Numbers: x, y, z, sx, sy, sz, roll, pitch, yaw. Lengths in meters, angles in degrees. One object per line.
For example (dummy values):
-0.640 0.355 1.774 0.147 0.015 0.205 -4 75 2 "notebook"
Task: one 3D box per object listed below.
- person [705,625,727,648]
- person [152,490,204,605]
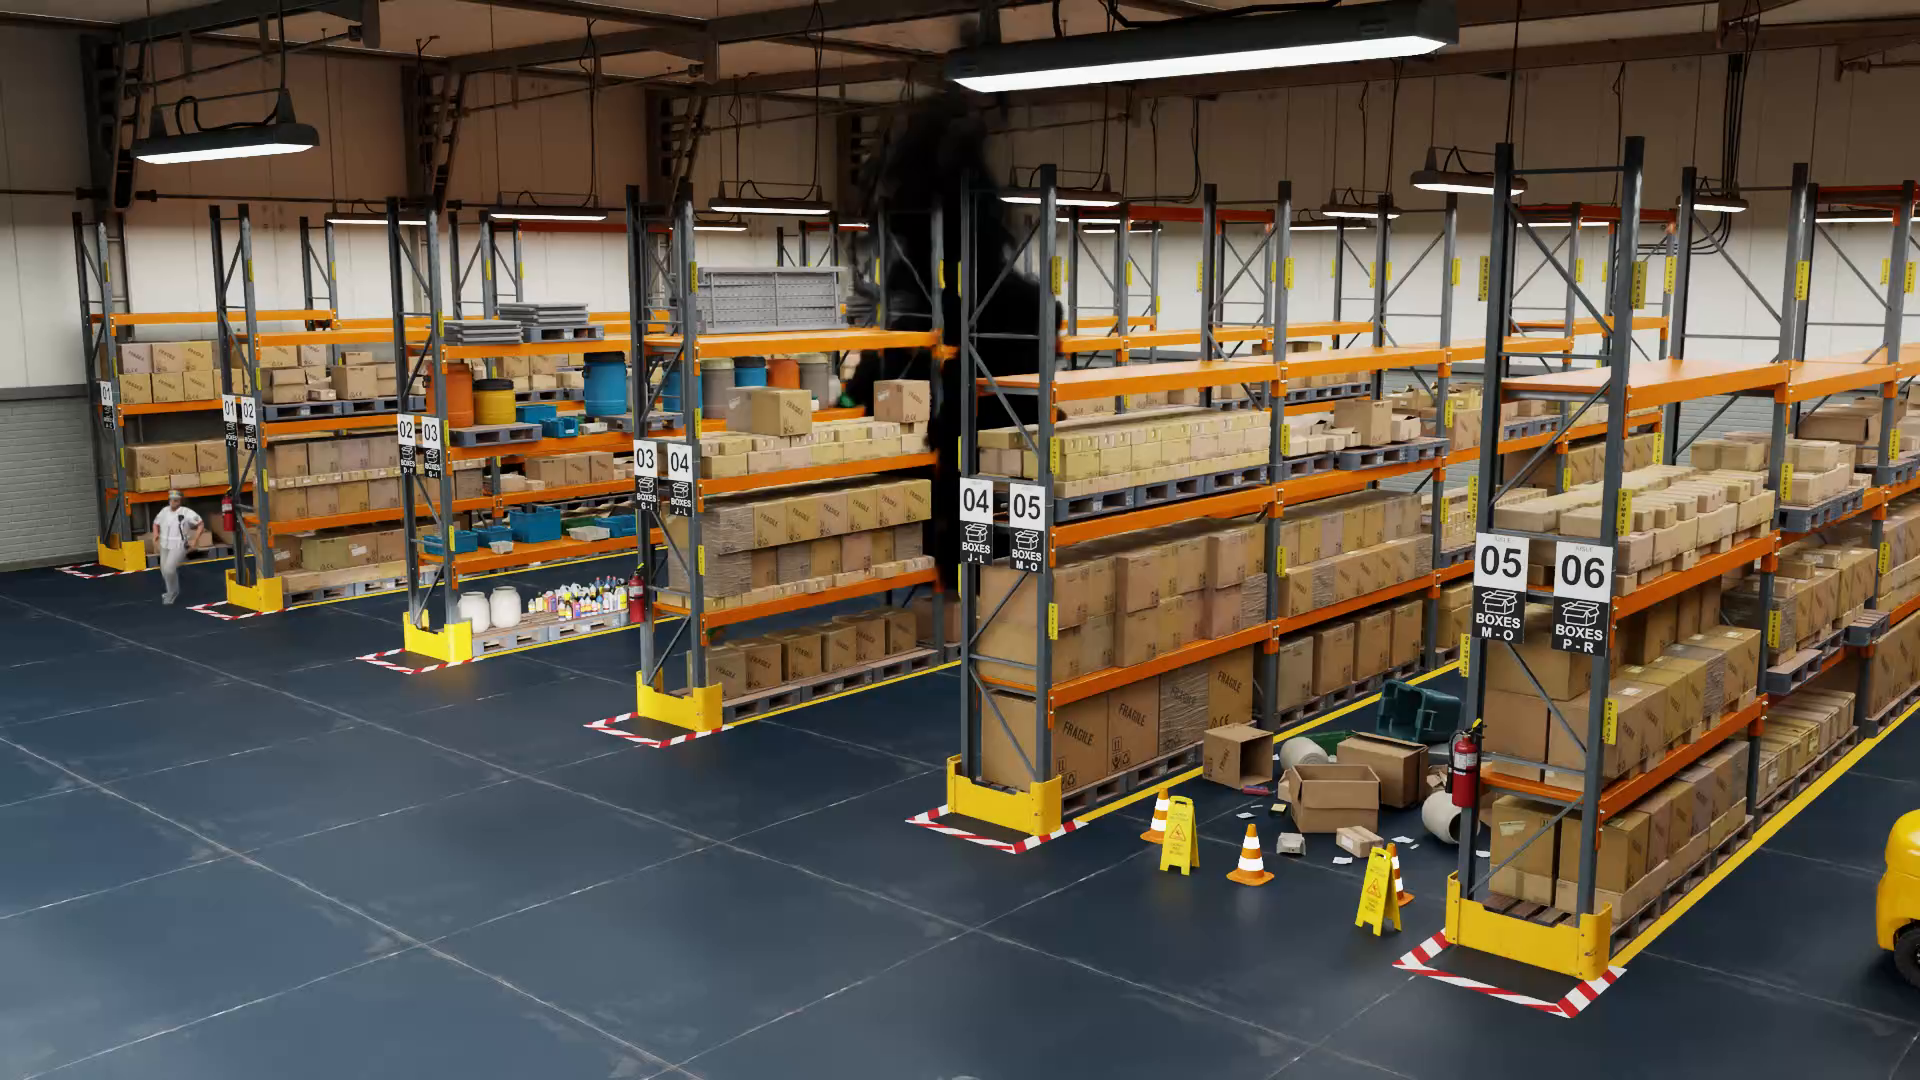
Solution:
-3.211 0.454 21.328 0.632 1.864 0.732 5 11 27 "person"
-11.999 0.113 25.443 0.733 1.793 0.677 2 10 10 "person"
